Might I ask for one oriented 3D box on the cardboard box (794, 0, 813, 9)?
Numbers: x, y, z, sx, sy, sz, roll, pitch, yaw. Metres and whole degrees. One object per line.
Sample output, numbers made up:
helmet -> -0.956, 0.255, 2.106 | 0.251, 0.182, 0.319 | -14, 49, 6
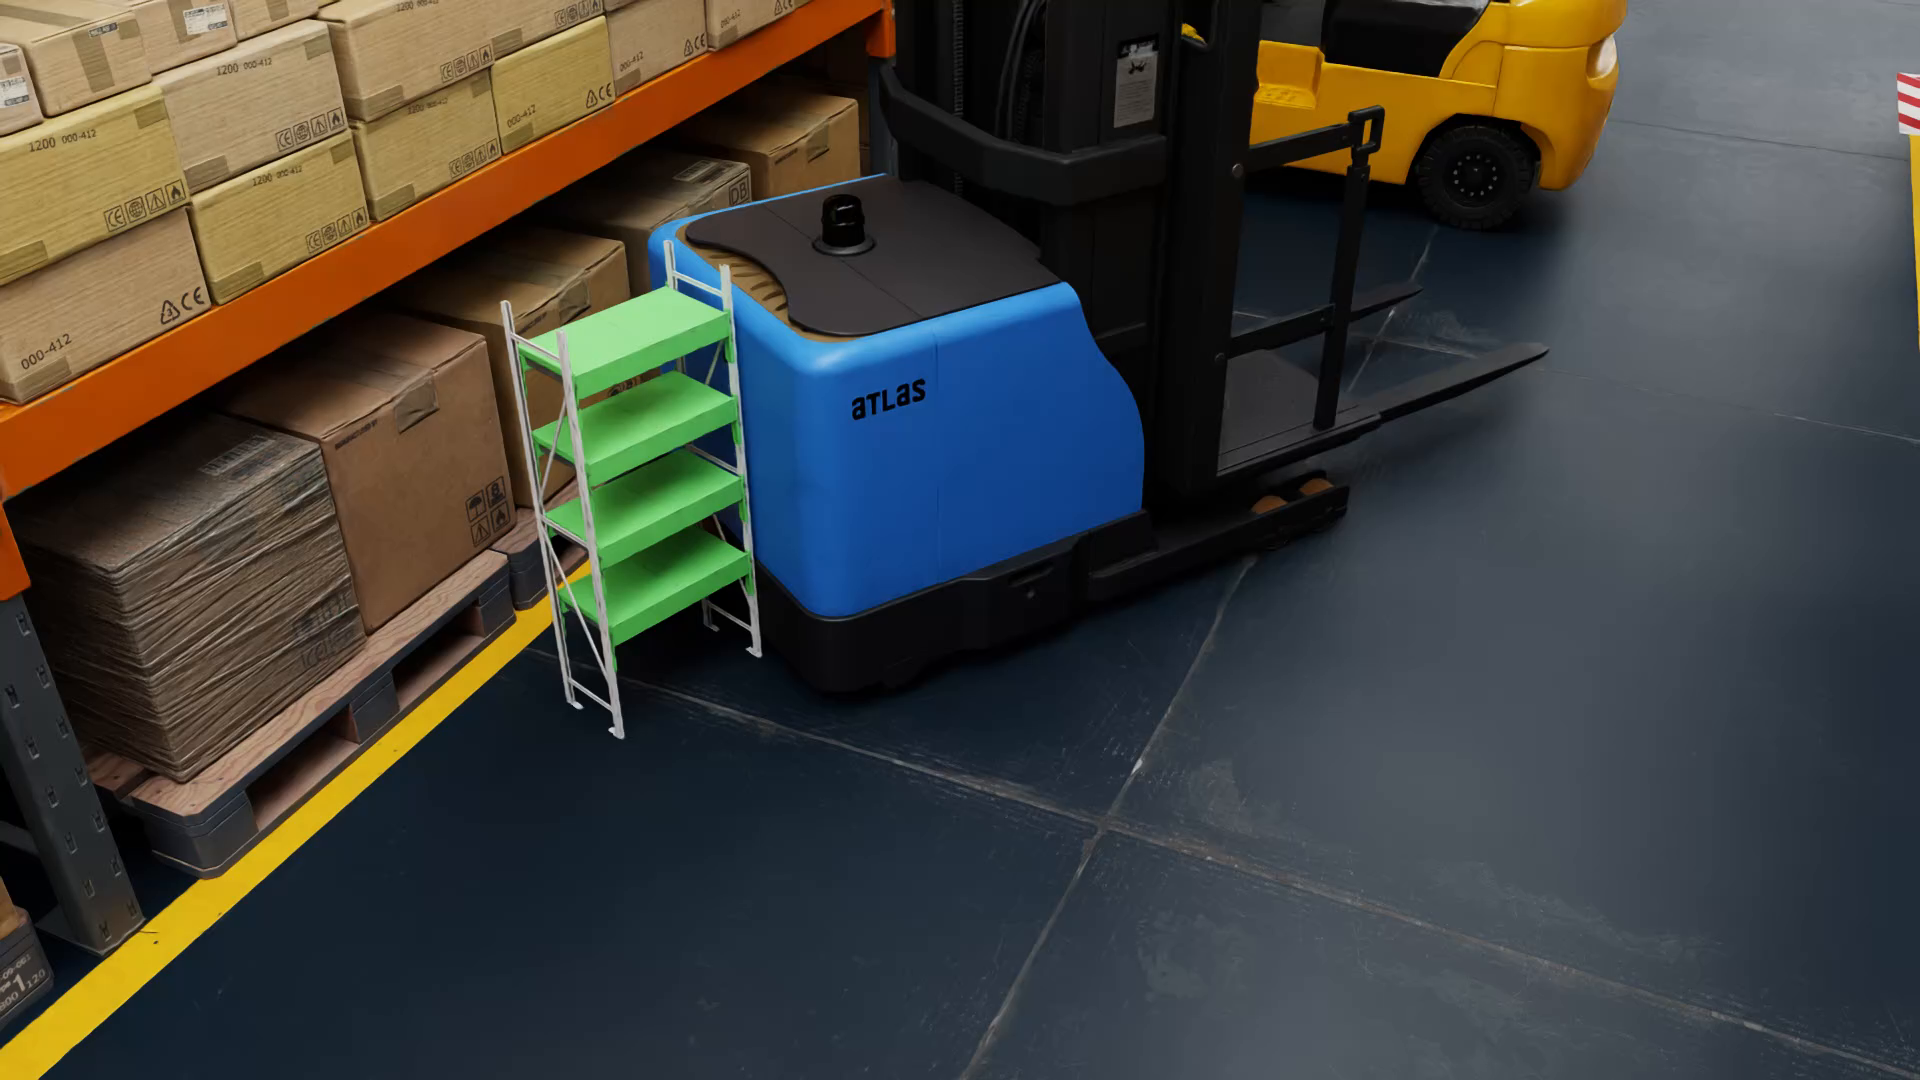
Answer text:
cardboard box -> -0.677, -2.062, 5.796 | 0.500, 0.250, 0.500 | 15, 36, 22

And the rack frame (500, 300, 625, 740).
rack frame -> -0.989, -0.016, 4.180 | 0.240, 1.200, 0.015 | 27, 42, 35

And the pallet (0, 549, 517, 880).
pallet -> -1.997, 0.322, 4.567 | 1.003, 0.211, 1.213 | 14, 36, 20

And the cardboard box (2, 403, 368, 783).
cardboard box -> -2.104, 0.067, 4.196 | 0.875, 0.625, 0.625 | 15, 36, 22

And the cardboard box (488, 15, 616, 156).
cardboard box -> -1.327, -1.311, 4.651 | 0.500, 0.250, 0.500 | 15, 36, 22

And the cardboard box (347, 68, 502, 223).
cardboard box -> -1.546, -1.053, 4.257 | 0.500, 0.250, 0.500 | 13, 35, 19

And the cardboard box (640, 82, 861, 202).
cardboard box -> -0.912, -1.356, 6.365 | 0.875, 0.625, 0.625 | 16, 36, 23

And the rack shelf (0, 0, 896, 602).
rack shelf -> -1.541, -1.139, 4.907 | 1.077, 0.370, 4.000 | 14, 36, 20

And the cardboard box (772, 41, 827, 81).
cardboard box -> -0.674, -2.169, 7.035 | 0.500, 0.250, 0.500 | 15, 36, 21

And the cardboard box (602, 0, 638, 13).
cardboard box -> -1.105, -1.768, 4.891 | 0.500, 0.250, 0.500 | 15, 36, 21

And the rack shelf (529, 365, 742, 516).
rack shelf -> -0.824, -0.262, 4.233 | 0.258, 0.148, 0.480 | 27, 42, 35

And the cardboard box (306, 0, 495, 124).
cardboard box -> -1.524, -1.260, 4.117 | 0.500, 0.250, 0.500 | 13, 36, 19

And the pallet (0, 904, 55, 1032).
pallet -> -2.724, 1.086, 3.401 | 1.003, 0.211, 1.213 | 14, 36, 20

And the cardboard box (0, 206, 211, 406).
cardboard box -> -1.970, -0.546, 3.483 | 0.500, 0.250, 0.500 | 14, 36, 21

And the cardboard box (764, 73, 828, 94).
cardboard box -> -0.686, -1.960, 7.172 | 0.500, 0.250, 0.500 | 13, 36, 19

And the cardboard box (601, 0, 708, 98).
cardboard box -> -1.118, -1.570, 5.045 | 0.500, 0.250, 0.500 | 14, 36, 21

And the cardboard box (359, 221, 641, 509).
cardboard box -> -1.556, -0.596, 5.206 | 0.875, 0.625, 0.625 | 13, 35, 19

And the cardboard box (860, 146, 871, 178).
cardboard box -> -0.201, -1.626, 7.119 | 0.500, 0.250, 0.500 | 15, 36, 21

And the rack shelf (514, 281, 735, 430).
rack shelf -> -0.825, -0.463, 4.102 | 0.258, 0.148, 0.480 | 27, 42, 35

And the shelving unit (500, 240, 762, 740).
shelving unit -> -0.824, -0.115, 4.330 | 0.258, 1.200, 0.503 | 27, 42, 35

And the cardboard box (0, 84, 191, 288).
cardboard box -> -1.947, -0.749, 3.337 | 0.500, 0.250, 0.500 | 14, 36, 20

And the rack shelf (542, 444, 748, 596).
rack shelf -> -0.824, -0.061, 4.365 | 0.258, 0.148, 0.480 | 27, 42, 35

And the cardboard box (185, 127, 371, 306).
cardboard box -> -1.755, -0.795, 3.864 | 0.500, 0.250, 0.500 | 13, 36, 19

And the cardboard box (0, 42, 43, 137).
cardboard box -> -1.976, -0.848, 3.124 | 0.380, 0.149, 0.250 | 15, 36, 22

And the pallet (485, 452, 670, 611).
pallet -> -1.486, -0.284, 5.490 | 1.003, 0.211, 1.213 | 14, 36, 20

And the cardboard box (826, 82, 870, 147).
cardboard box -> -0.221, -1.840, 6.990 | 0.500, 0.250, 0.500 | 14, 36, 20

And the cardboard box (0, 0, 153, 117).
cardboard box -> -1.866, -0.981, 3.328 | 0.380, 0.149, 0.250 | 15, 36, 22

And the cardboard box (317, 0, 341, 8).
cardboard box -> -1.606, -1.380, 3.936 | 0.380, 0.149, 0.250 | 15, 36, 21

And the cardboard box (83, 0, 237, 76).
cardboard box -> -1.782, -1.115, 3.532 | 0.380, 0.149, 0.250 | 15, 36, 22

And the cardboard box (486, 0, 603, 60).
cardboard box -> -1.333, -1.520, 4.514 | 0.500, 0.250, 0.500 | 15, 36, 21

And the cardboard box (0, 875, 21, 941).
cardboard box -> -2.359, 0.686, 3.364 | 0.500, 0.500, 0.500 | 15, 36, 22

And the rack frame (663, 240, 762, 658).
rack frame -> -0.658, -0.213, 4.480 | 0.240, 1.200, 0.015 | 27, 42, 35

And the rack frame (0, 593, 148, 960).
rack frame -> -2.377, -0.443, 3.191 | 1.000, 3.000, 0.127 | 14, 36, 20

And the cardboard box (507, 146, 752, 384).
cardboard box -> -1.244, -0.971, 5.778 | 0.875, 0.625, 0.625 | 14, 36, 20

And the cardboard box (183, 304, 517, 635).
cardboard box -> -1.838, -0.261, 4.695 | 0.875, 0.625, 0.625 | 15, 36, 22

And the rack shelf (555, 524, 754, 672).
rack shelf -> -0.823, 0.140, 4.496 | 0.258, 0.148, 0.480 | 27, 42, 35

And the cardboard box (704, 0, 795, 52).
cardboard box -> -0.882, -1.810, 5.412 | 0.500, 0.250, 0.500 | 14, 36, 20

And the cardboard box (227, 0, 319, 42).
cardboard box -> -1.684, -1.248, 3.735 | 0.380, 0.149, 0.250 | 15, 36, 21

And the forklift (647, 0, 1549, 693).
forklift -> 0.630, -1.421, 4.744 | 3.031, 2.935, 1.130 | -19, 38, -27

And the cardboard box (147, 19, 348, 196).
cardboard box -> -1.759, -1.004, 3.726 | 0.500, 0.250, 0.500 | 15, 36, 22

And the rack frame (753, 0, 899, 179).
rack frame -> -0.704, -2.436, 6.229 | 1.000, 3.000, 0.127 | 14, 36, 20

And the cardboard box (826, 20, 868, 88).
cardboard box -> -0.216, -2.048, 6.851 | 0.500, 0.250, 0.500 | 14, 36, 20

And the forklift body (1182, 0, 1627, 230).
forklift body -> 1.833, -2.710, 7.421 | 2.313, 2.155, 1.214 | 14, 36, 20
